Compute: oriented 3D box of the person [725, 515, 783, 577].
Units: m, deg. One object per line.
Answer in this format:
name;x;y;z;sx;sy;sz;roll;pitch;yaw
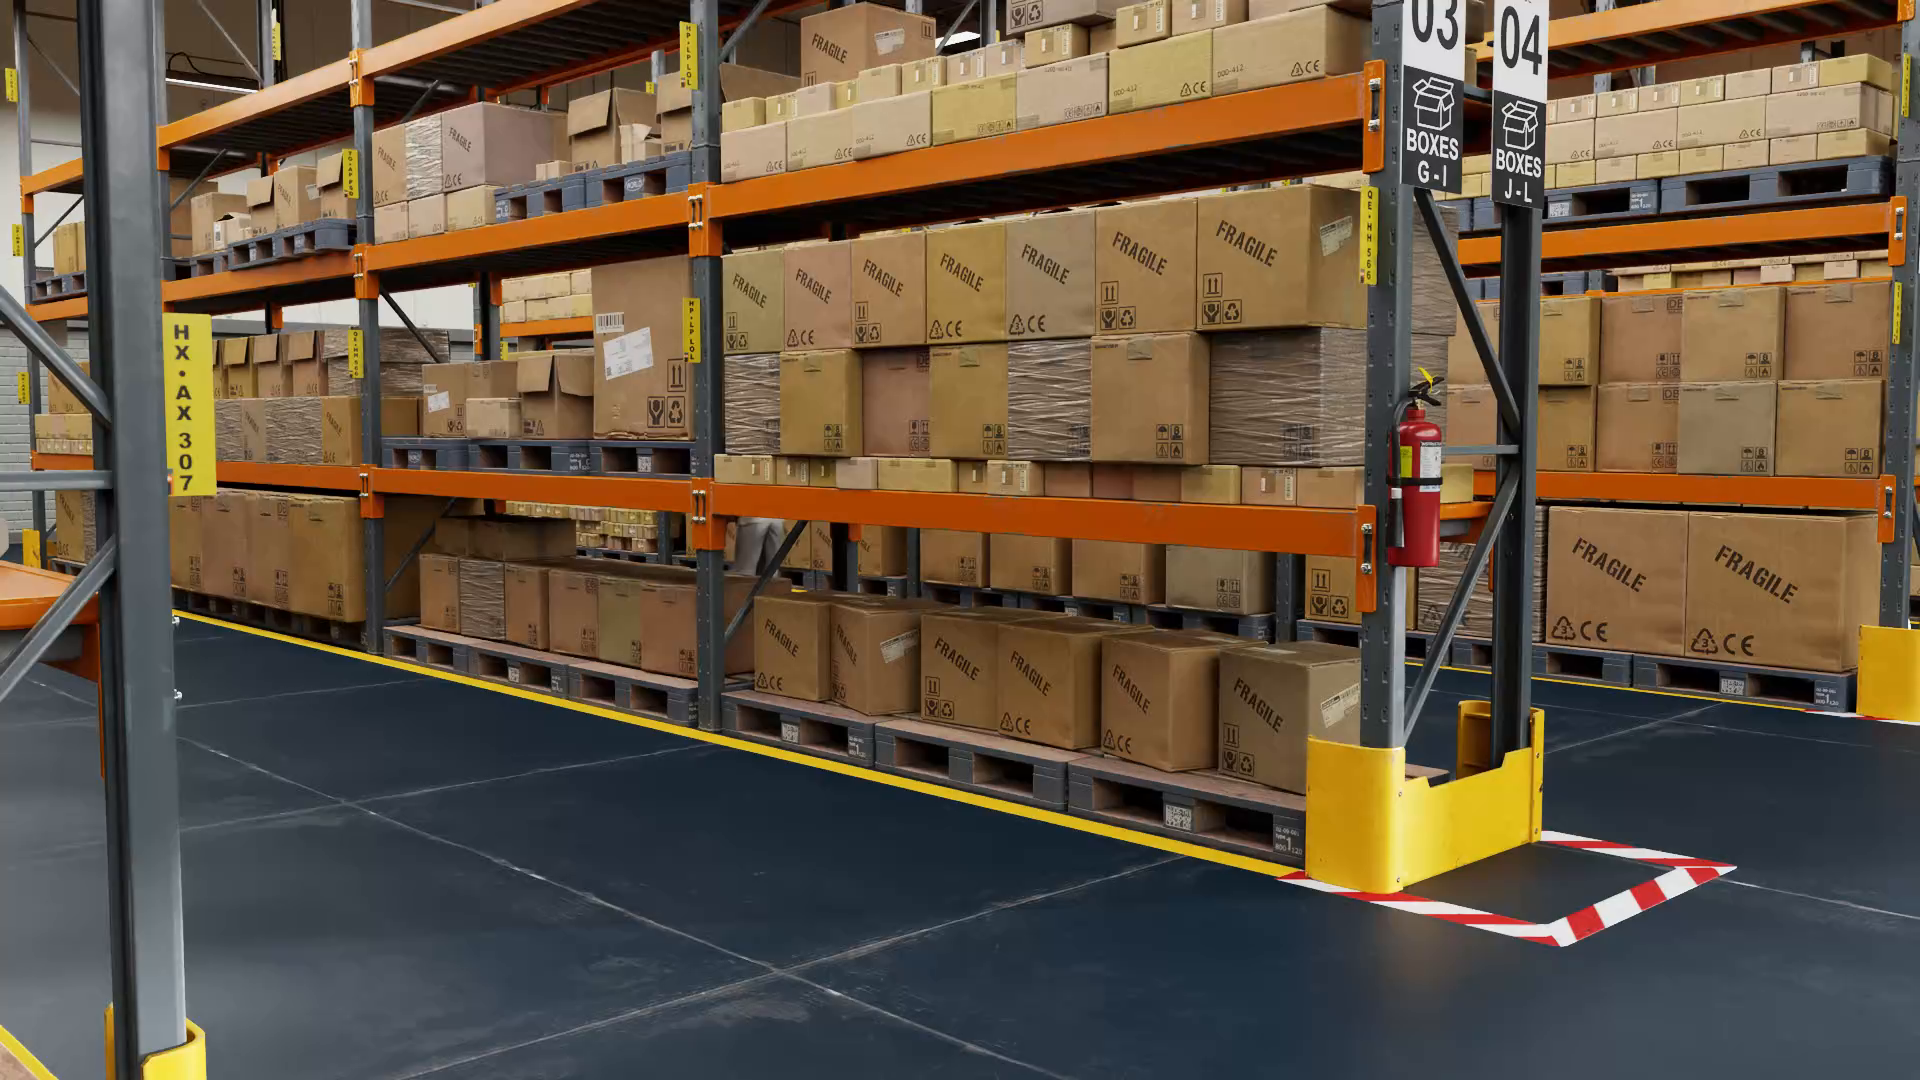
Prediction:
person;-1.533;-0.082;12.275;0.435;1.666;0.525;-4;6;-44
